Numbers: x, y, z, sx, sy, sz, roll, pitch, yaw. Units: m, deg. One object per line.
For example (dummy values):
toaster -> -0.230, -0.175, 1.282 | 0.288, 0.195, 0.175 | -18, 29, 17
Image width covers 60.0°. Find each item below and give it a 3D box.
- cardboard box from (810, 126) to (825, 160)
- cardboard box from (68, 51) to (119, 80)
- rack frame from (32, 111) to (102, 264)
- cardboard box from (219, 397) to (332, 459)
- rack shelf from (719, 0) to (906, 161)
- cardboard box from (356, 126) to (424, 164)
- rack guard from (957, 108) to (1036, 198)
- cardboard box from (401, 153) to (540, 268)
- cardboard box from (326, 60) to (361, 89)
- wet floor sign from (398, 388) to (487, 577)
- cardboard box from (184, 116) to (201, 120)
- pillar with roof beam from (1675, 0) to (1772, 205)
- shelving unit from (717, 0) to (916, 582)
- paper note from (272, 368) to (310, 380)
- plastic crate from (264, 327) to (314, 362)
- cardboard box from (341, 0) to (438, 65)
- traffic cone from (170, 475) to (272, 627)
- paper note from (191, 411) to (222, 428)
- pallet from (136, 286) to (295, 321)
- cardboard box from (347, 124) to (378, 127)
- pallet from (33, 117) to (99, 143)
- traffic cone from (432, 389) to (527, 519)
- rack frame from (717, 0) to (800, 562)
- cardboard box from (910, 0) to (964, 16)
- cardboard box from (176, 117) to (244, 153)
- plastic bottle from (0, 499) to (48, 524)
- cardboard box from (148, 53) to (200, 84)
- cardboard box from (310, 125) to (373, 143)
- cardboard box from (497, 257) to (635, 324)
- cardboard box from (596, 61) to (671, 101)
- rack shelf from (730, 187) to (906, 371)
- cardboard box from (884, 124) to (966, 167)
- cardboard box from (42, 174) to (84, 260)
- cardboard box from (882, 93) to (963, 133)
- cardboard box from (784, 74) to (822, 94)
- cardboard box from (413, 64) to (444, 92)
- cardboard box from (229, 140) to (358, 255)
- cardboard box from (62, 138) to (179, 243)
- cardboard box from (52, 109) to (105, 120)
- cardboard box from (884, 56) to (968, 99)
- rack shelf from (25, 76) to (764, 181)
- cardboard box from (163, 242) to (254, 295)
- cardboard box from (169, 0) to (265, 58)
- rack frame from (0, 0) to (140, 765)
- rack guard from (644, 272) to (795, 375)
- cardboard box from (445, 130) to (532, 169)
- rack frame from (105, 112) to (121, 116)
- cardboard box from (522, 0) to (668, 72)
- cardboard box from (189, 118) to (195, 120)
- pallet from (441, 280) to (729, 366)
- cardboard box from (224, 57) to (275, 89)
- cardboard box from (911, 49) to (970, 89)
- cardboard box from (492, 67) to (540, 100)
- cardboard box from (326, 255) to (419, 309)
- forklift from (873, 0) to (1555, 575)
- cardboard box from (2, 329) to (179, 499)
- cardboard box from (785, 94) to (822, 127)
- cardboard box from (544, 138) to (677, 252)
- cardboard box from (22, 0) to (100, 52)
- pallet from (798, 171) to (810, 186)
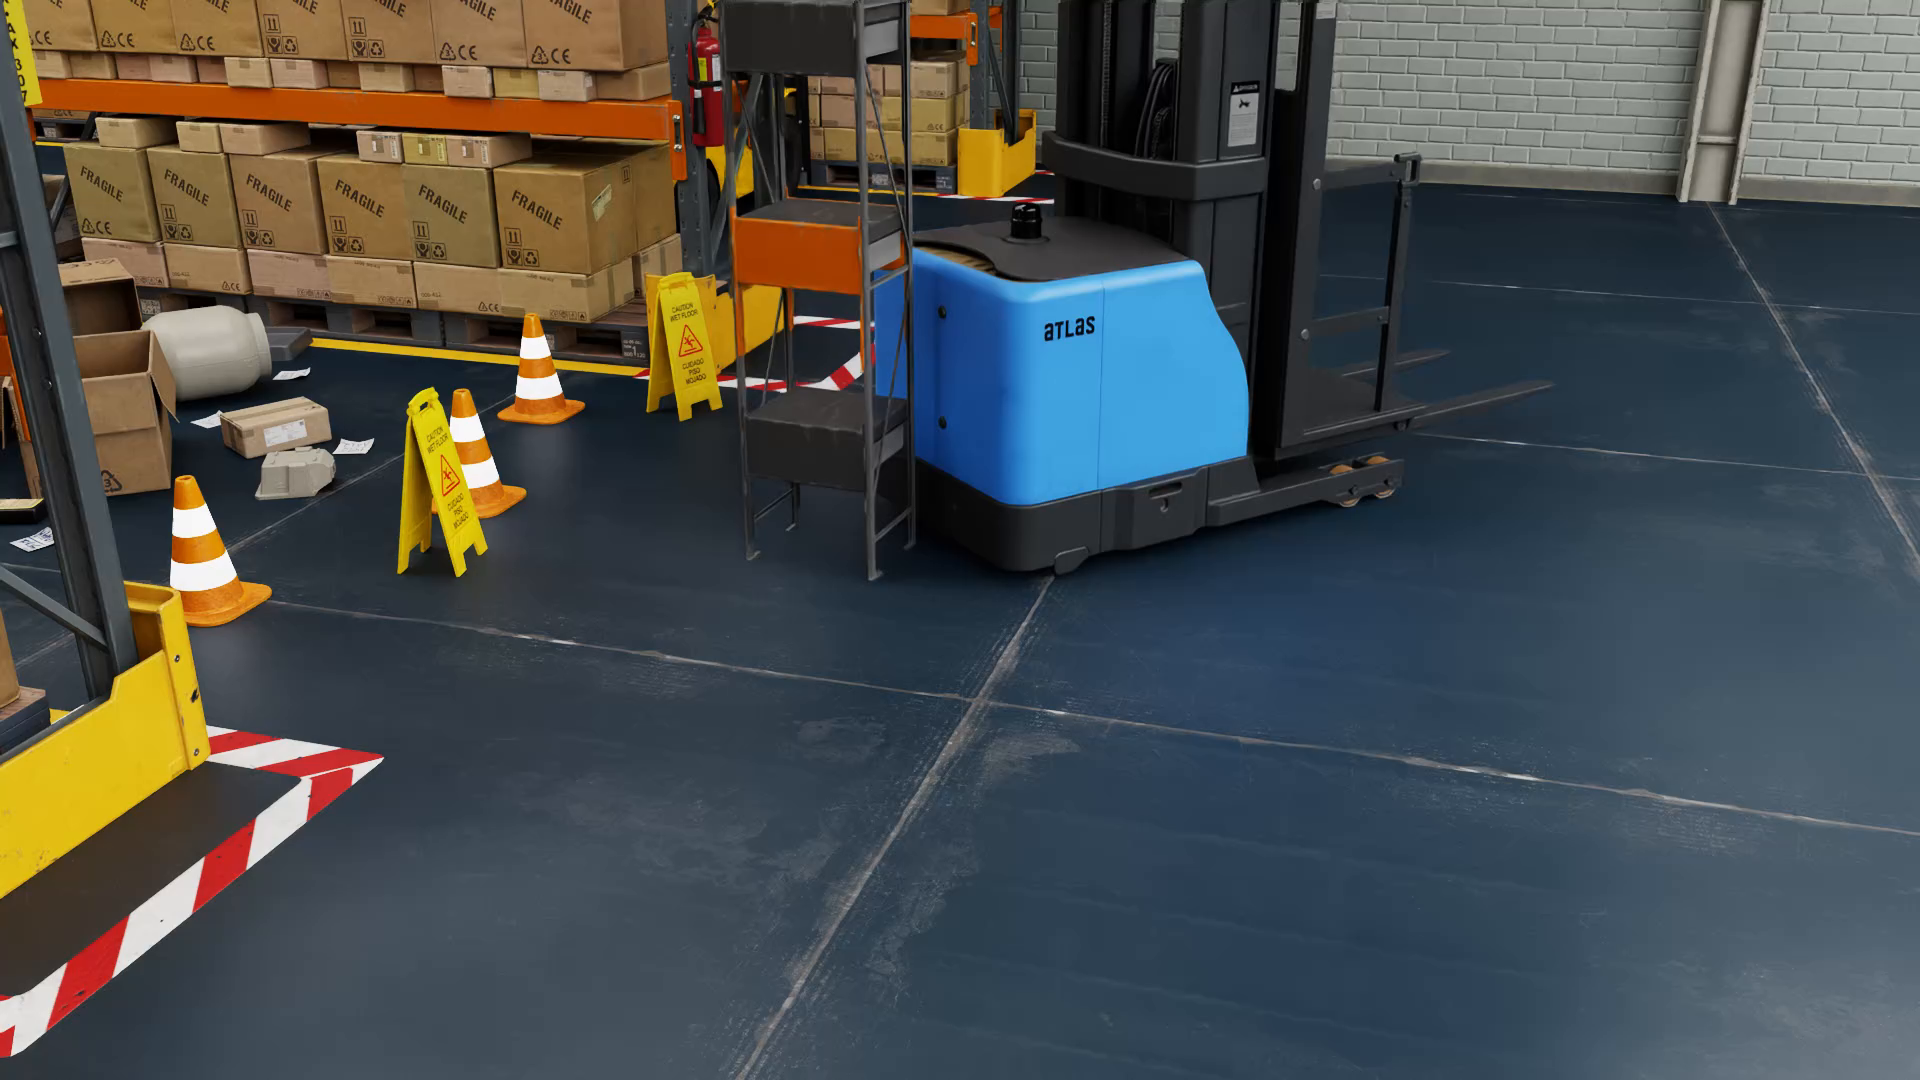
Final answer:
cardboard box -> -1.216, -3.182, 13.144 | 0.500, 0.250, 0.500 | 7, 23, 16
cardboard box -> -4.519, -2.565, 8.902 | 0.250, 0.149, 0.380 | 7, 23, 17
rack frame -> -4.985, -2.841, 9.244 | 0.127, 3.000, 1.000 | 7, 23, 16
cardboard box -> -2.993, -0.494, 7.277 | 0.380, 0.149, 0.250 | -20, 29, -39
rack shelf -> -0.472, -1.562, 5.502 | 0.480, 0.518, 0.431 | 9, 24, 20
cardboard box -> -2.860, -2.039, 8.516 | 0.250, 0.149, 0.380 | 8, 23, 18
rack guard -> 0.298, -3.048, 13.041 | 0.348, 0.500, 1.175 | 7, 23, 16
cardboard box -> -2.499, -1.721, 8.595 | 0.500, 0.500, 0.500 | 7, 23, 17
cardboard box -> -3.033, -2.424, 8.559 | 0.250, 0.149, 0.380 | 7, 23, 16
wet floor sign -> -1.889, -0.220, 5.957 | 0.232, 0.644, 0.267 | 3, 22, 6
cardboard box -> -6.791, -4.106, 14.903 | 0.625, 0.625, 0.875 | 7, 23, 17
pillar with roof beam -> 4.369, -5.164, 7.002 | 0.400, 9.000, 9.100 | 7, 23, 16
shelving unit -> -0.472, -0.927, 5.762 | 0.503, 2.100, 0.431 | 9, 24, 20
paper note -> -3.312, -0.826, 8.244 | 0.148, 0.019, 0.142 | -1, 22, -3
plastic crate -> -3.719, -1.020, 8.652 | 0.583, 0.080, 0.402 | -1, 22, -3
cardboard box -> -2.711, -2.659, 8.275 | 0.500, 0.500, 0.500 | 6, 23, 15
traffic cone -> -2.587, 0.006, 5.645 | 0.334, 0.463, 0.336 | 7, 23, 16
paper note -> -3.405, -0.552, 7.590 | 0.142, 0.019, 0.148 | 16, 27, 34
pallet -> -4.332, -1.490, 9.625 | 1.213, 0.211, 1.003 | 7, 23, 16
cardboard box -> -4.798, -3.882, 14.356 | 0.625, 0.625, 0.875 | 6, 23, 15
pallet -> -8.088, -3.889, 15.473 | 1.213, 0.211, 1.003 | 7, 23, 16
traffic cone -> -1.935, -0.367, 6.555 | 0.334, 0.463, 0.336 | 7, 23, 16
rack frame -> -0.699, -0.961, 5.846 | 0.015, 2.100, 0.400 | 9, 24, 20
cardboard box -> -0.272, -4.211, 12.453 | 0.500, 0.500, 0.500 | 6, 23, 14
cardboard box -> -3.903, -2.157, 8.802 | 0.250, 0.149, 0.380 | 7, 23, 18
plastic bottle -> -3.707, -0.111, 6.460 | 0.283, 0.061, 0.133 | -1, 22, -3
cardboard box -> -4.030, -2.507, 8.761 | 0.250, 0.149, 0.380 | 7, 23, 17
cardboard box -> -3.365, -2.032, 9.354 | 0.500, 0.500, 0.500 | 8, 24, 18
cardboard box -> -2.030, -1.318, 8.601 | 0.500, 0.250, 0.500 | 6, 23, 15
cardboard box -> -1.575, -2.250, 8.133 | 0.250, 0.149, 0.380 | 7, 23, 17
rack shelf -> -0.472, -0.914, 5.768 | 0.480, 0.518, 0.431 | 9, 24, 20
cardboard box -> -0.266, -3.066, 12.861 | 0.500, 0.250, 0.500 | 7, 23, 16
cardboard box -> -5.488, -1.876, 9.801 | 0.625, 0.372, 0.950 | 7, 23, 16
cardboard box -> -0.282, -3.300, 12.773 | 0.500, 0.250, 0.500 | 6, 23, 15
cardboard box -> -1.233, -3.634, 12.929 | 0.500, 0.250, 0.500 | 7, 23, 16
cardboard box -> -2.549, -2.370, 8.425 | 0.250, 0.149, 0.380 | 7, 23, 16
cardboard box -> -3.486, -1.836, 8.874 | 0.500, 0.500, 0.500 | 8, 24, 18
cardboard box -> -4.498, -1.948, 9.147 | 0.500, 0.500, 0.500 | 8, 24, 18
cardboard box -> -7.851, -4.090, 15.028 | 0.500, 0.500, 0.500 | 7, 23, 17
cardboard box -> -0.256, -3.529, 12.672 | 0.500, 0.250, 0.500 | 7, 23, 17
rack shelf -> -3.070, -2.289, 8.846 | 4.000, 0.370, 1.077 | 7, 23, 16
cardboard box -> -3.984, -1.546, 9.157 | 0.500, 0.250, 0.500 | 8, 24, 19
cardboard box -> -3.680, -2.769, 8.545 | 0.500, 0.500, 0.500 | 6, 23, 15
rack frame -> -2.489, -0.593, 3.764 | 0.127, 3.000, 1.000 | 7, 23, 16
rack guard -> -1.228, -1.255, 8.670 | 0.348, 0.500, 1.175 | 7, 23, 16
cardboard box -> -2.369, -1.981, 8.374 | 0.250, 0.149, 0.380 | 7, 23, 17
rack frame -> -7.384, -5.084, 14.711 | 0.127, 3.000, 1.000 | 7, 23, 16
cardboard box -> -1.755, -2.546, 8.001 | 0.500, 0.500, 0.500 | 6, 23, 15
cardboard box -> -4.341, -2.143, 9.624 | 0.500, 0.500, 0.500 | 6, 23, 15
pallet -> -1.996, -1.223, 8.973 | 1.213, 0.211, 1.003 | 7, 23, 16
cardboard box -> -3.554, -2.430, 8.573 | 0.250, 0.149, 0.380 | 7, 23, 16
cardboard box -> -0.131, -3.713, 13.121 | 0.500, 0.250, 0.500 | 6, 23, 15
cardboard box -> -2.089, -2.273, 8.190 | 0.250, 0.149, 0.380 | 6, 23, 15
cardboard box -> -3.003, -1.431, 8.875 | 0.500, 0.250, 0.500 | 6, 23, 14
forklift -> 1.181, -1.640, 6.405 | 3.031, 2.935, 1.130 | -14, 26, -30
cardboard box -> -3.569, -0.521, 6.876 | 0.637, 0.503, 0.797 | -9, 24, -21
cardboard box -> -1.259, -3.408, 13.036 | 0.500, 0.250, 0.500 | 6, 23, 14
cardboard box -> -1.871, -1.863, 8.941 | 0.500, 0.500, 0.500 | 6, 23, 14
cardboard box -> -4.644, -2.876, 8.804 | 0.500, 0.500, 0.500 | 6, 23, 15
pallet -> -1.634, -3.120, 13.597 | 1.213, 0.211, 1.003 | 7, 23, 15
